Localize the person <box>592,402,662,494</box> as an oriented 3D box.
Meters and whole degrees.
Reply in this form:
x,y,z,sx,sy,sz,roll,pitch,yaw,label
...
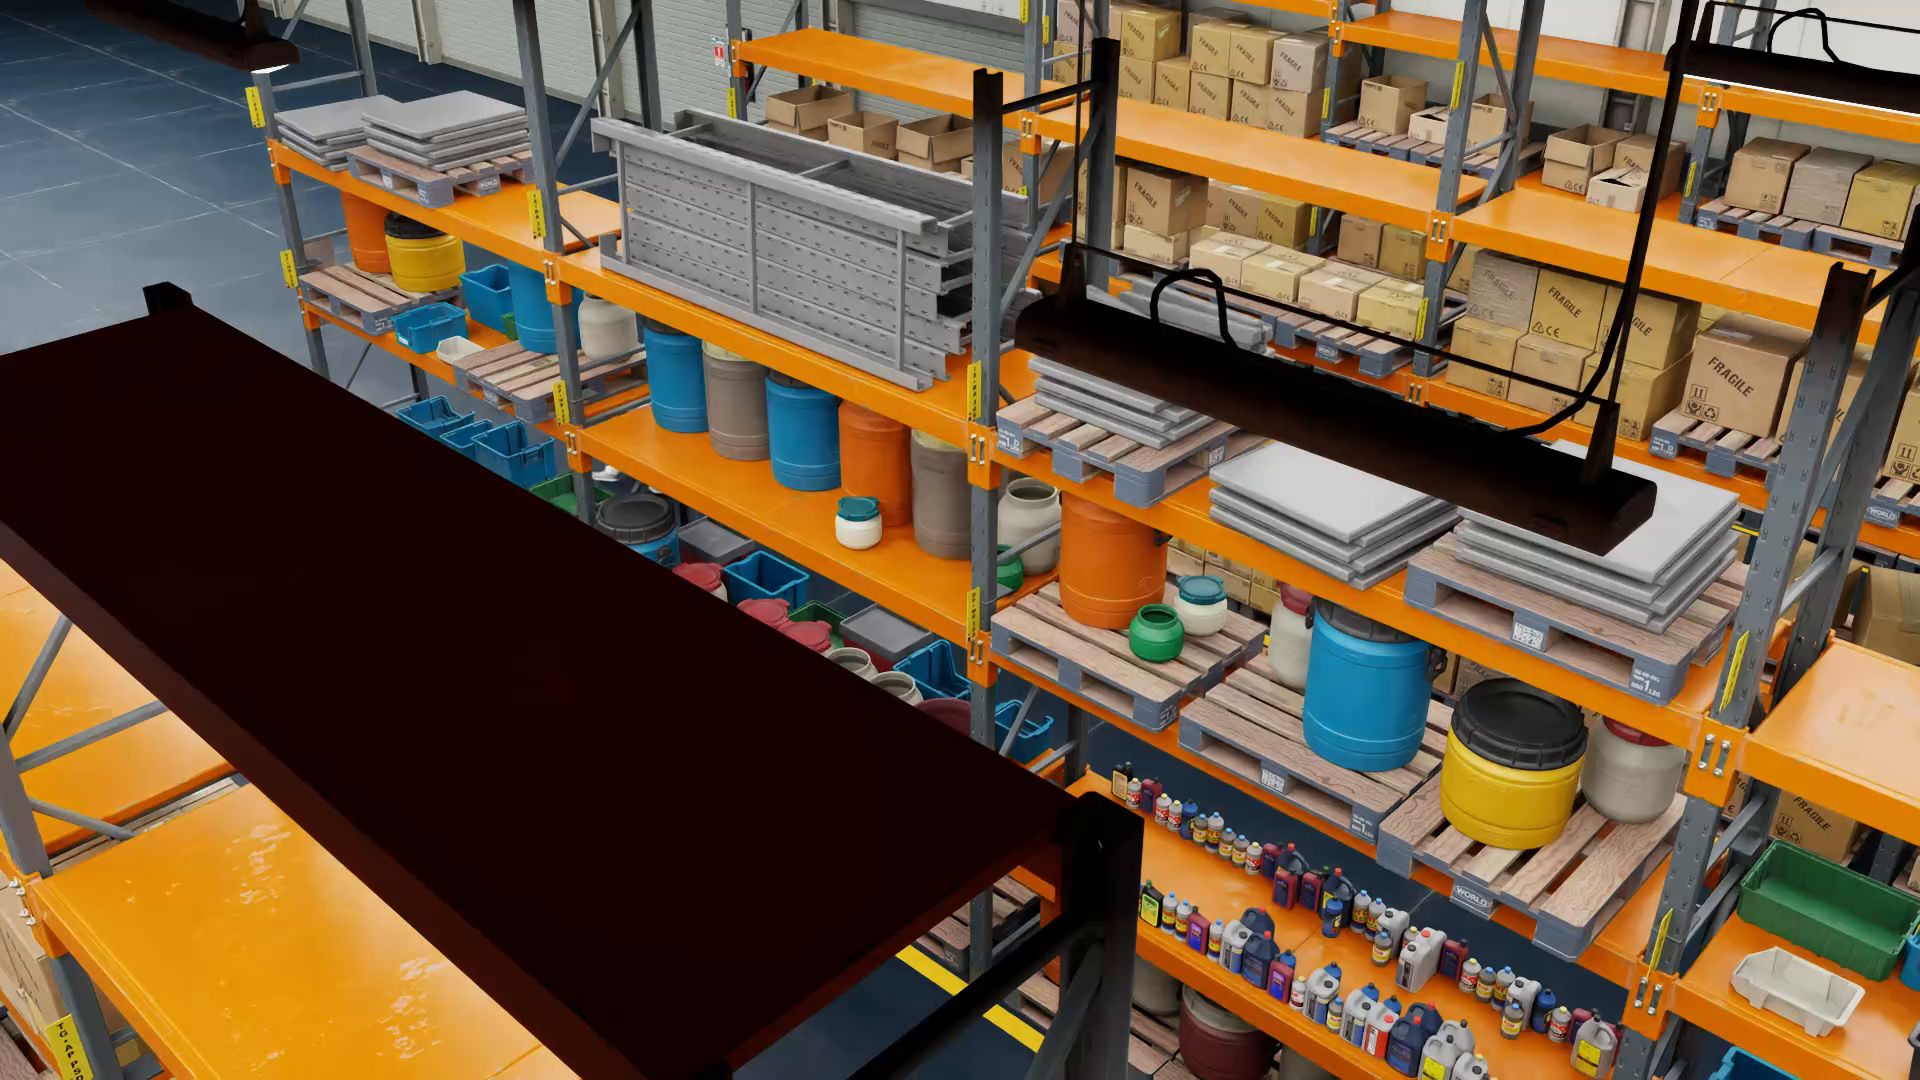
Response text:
x,y,z,sx,sy,sz,roll,pitch,yaw,label
-3.344,-1.277,16.719,0.990,1.701,0.568,-2,29,-3,person
